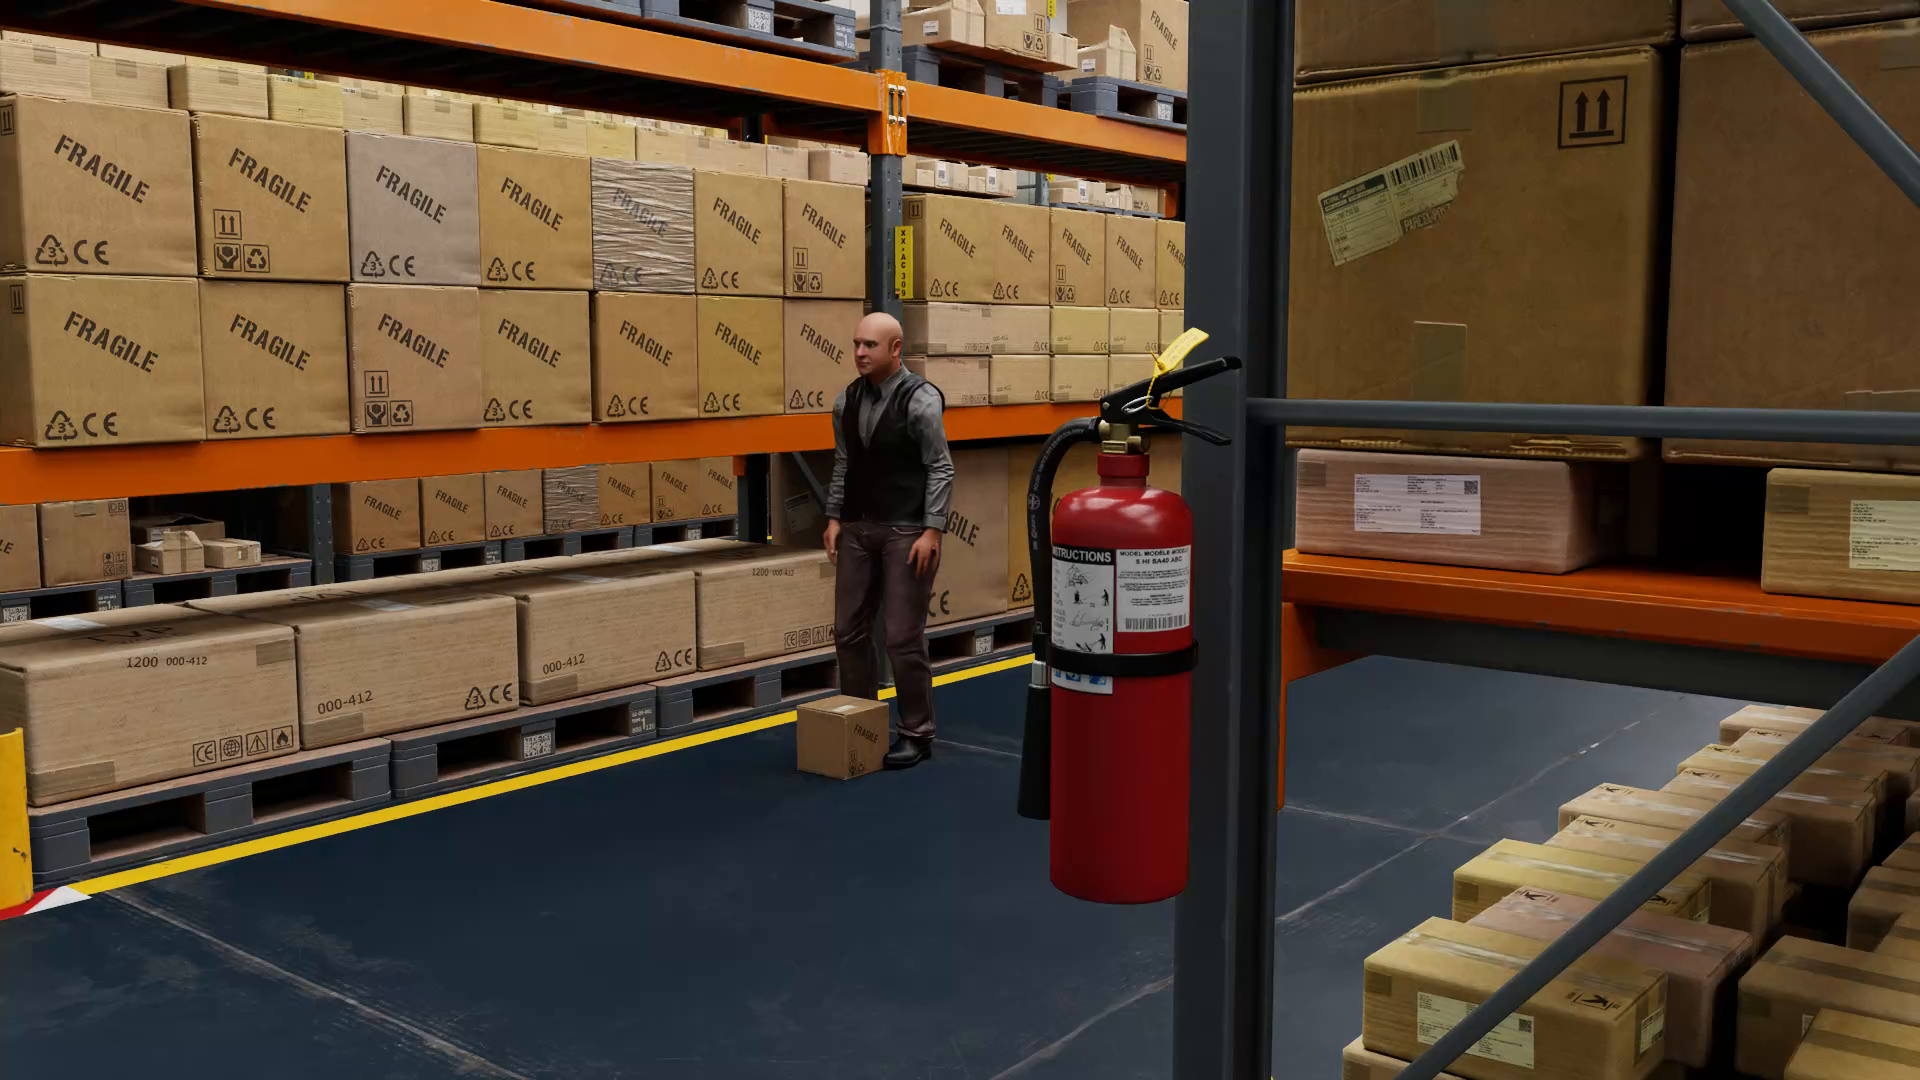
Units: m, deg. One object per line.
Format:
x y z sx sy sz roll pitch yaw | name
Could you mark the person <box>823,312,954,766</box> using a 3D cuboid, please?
-0.275 -0.012 6.439 0.578 1.720 0.419 5 8 38 | person
